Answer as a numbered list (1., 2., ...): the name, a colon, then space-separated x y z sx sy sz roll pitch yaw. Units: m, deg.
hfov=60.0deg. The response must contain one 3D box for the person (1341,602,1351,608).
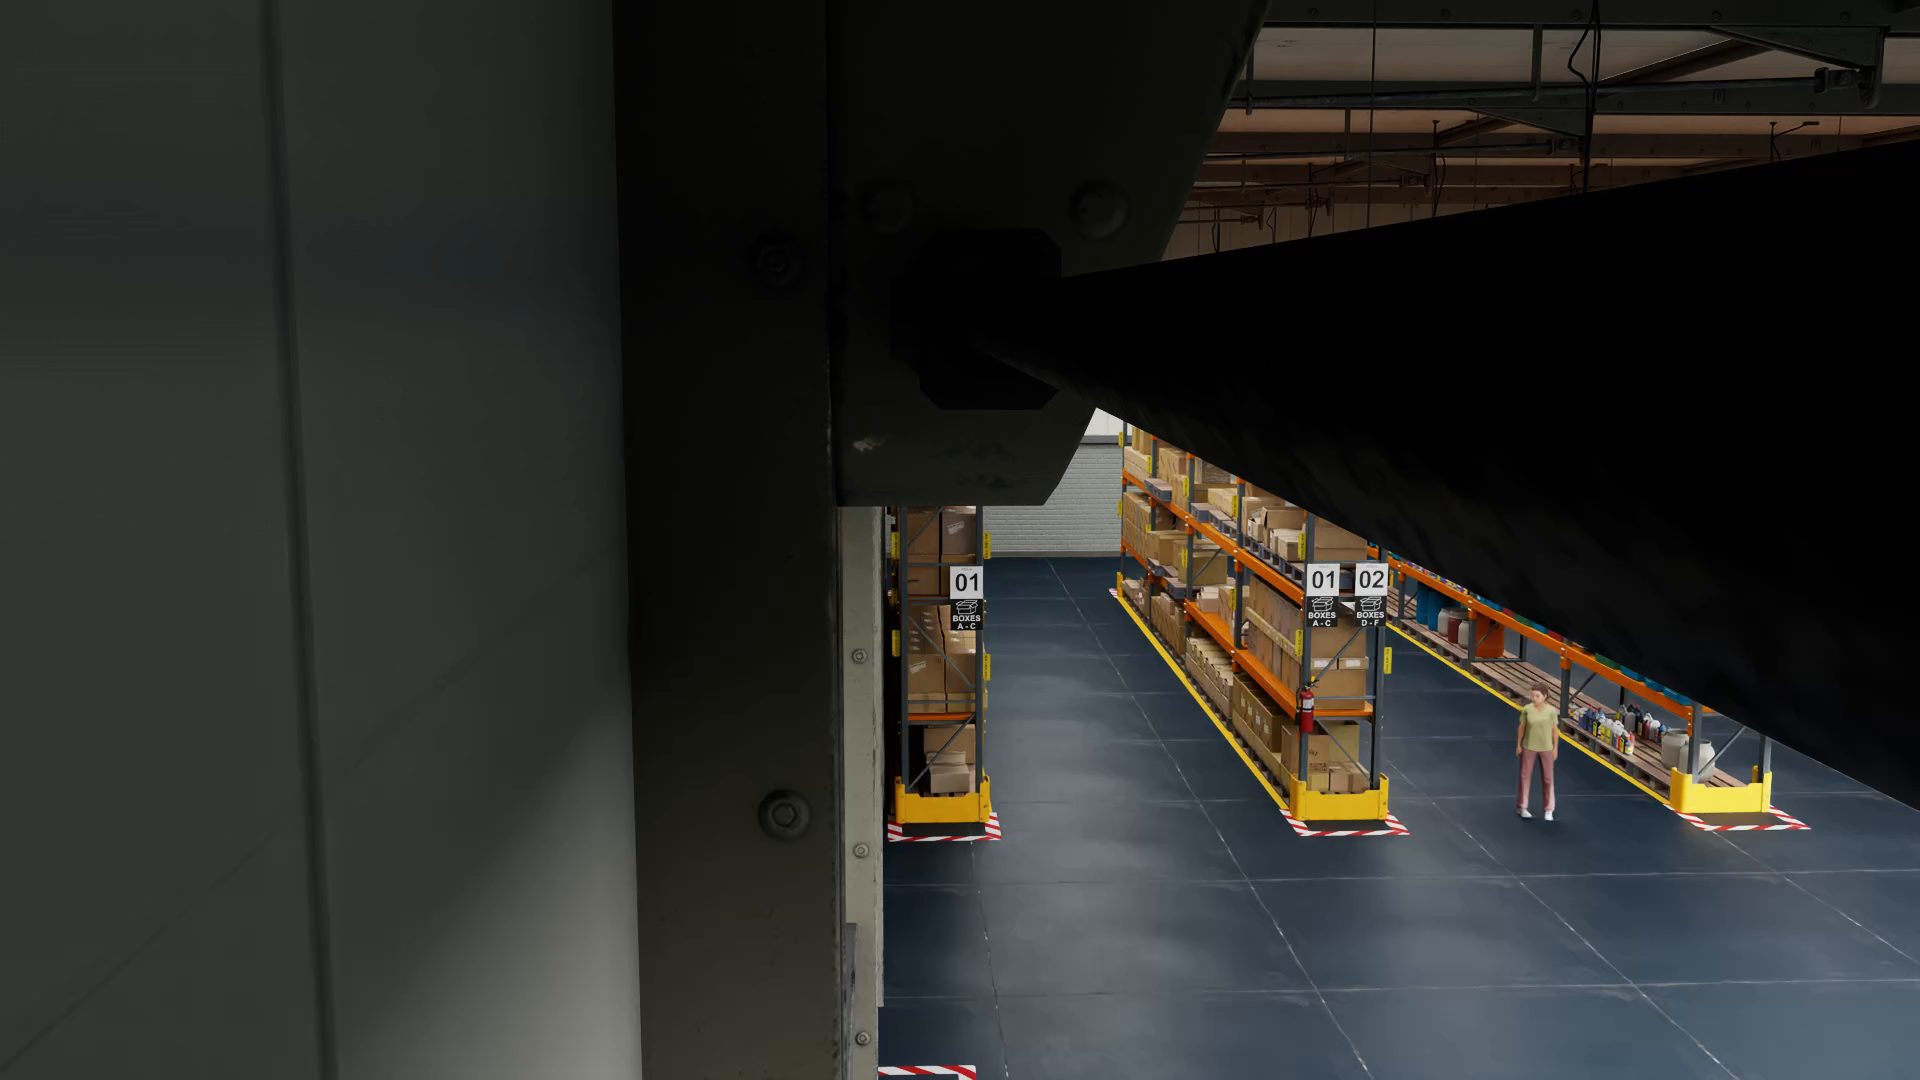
1. person: 6.308 1.554 27.749 0.402 1.784 0.544 0 8 3

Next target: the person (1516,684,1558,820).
1. person: 7.155 2.608 20.631 0.487 1.679 0.394 3 9 21
